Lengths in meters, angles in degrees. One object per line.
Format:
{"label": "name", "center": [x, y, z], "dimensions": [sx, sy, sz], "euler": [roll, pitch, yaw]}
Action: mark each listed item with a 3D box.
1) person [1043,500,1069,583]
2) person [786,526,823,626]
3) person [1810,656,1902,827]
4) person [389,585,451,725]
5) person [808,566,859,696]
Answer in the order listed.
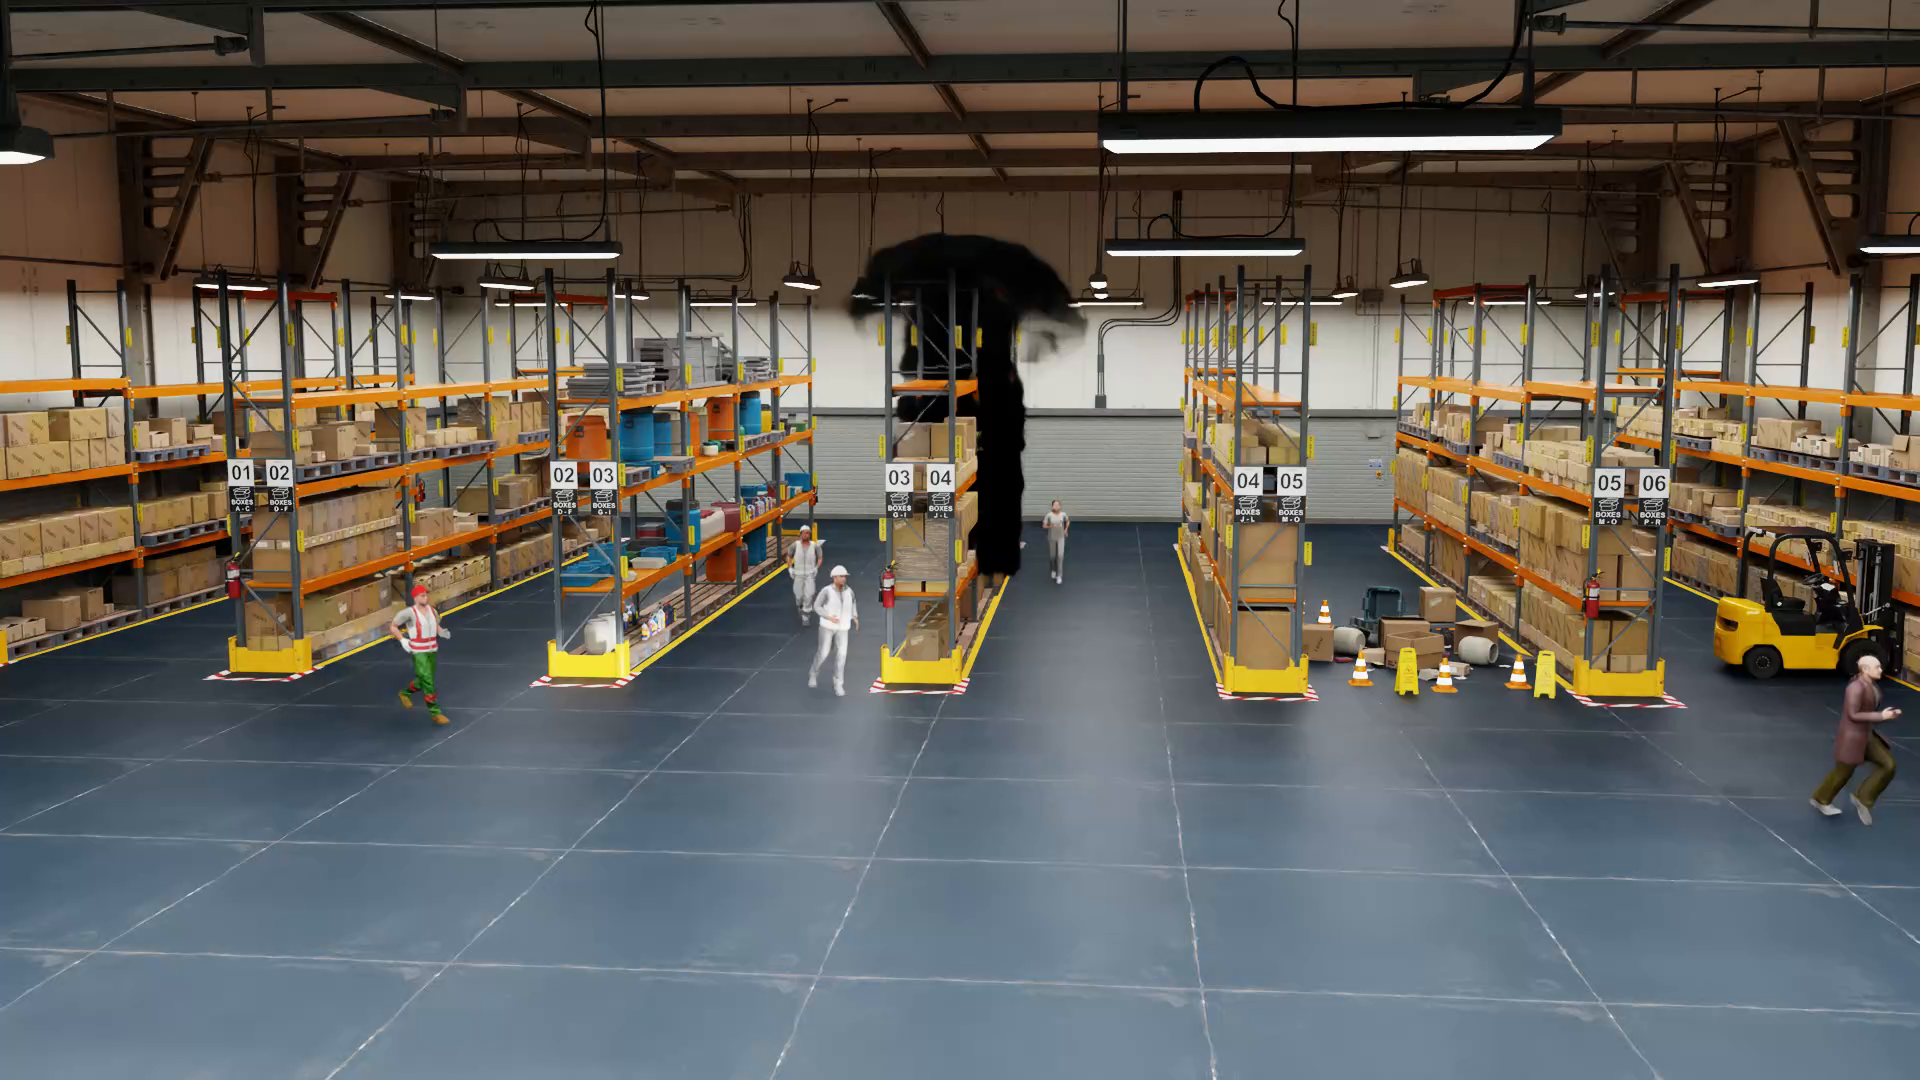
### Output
{"label": "person", "center": [1.966, 0.005, 34.022], "dimensions": [0.564, 1.662, 0.941], "euler": [0, 7, 0]}
{"label": "person", "center": [-2.710, 0.589, 29.027], "dimensions": [0.641, 1.691, 0.507], "euler": [0, 7, -4]}
{"label": "person", "center": [9.249, 2.053, 17.140], "dimensions": [0.751, 1.781, 0.892], "euler": [-5, 9, -37]}
{"label": "person", "center": [-7.047, 1.475, 21.756], "dimensions": [0.985, 1.793, 0.656], "euler": [4, 8, 29]}
{"label": "person", "center": [-1.737, 1.256, 23.597], "dimensions": [0.708, 1.785, 0.854], "euler": [-3, 8, -26]}
